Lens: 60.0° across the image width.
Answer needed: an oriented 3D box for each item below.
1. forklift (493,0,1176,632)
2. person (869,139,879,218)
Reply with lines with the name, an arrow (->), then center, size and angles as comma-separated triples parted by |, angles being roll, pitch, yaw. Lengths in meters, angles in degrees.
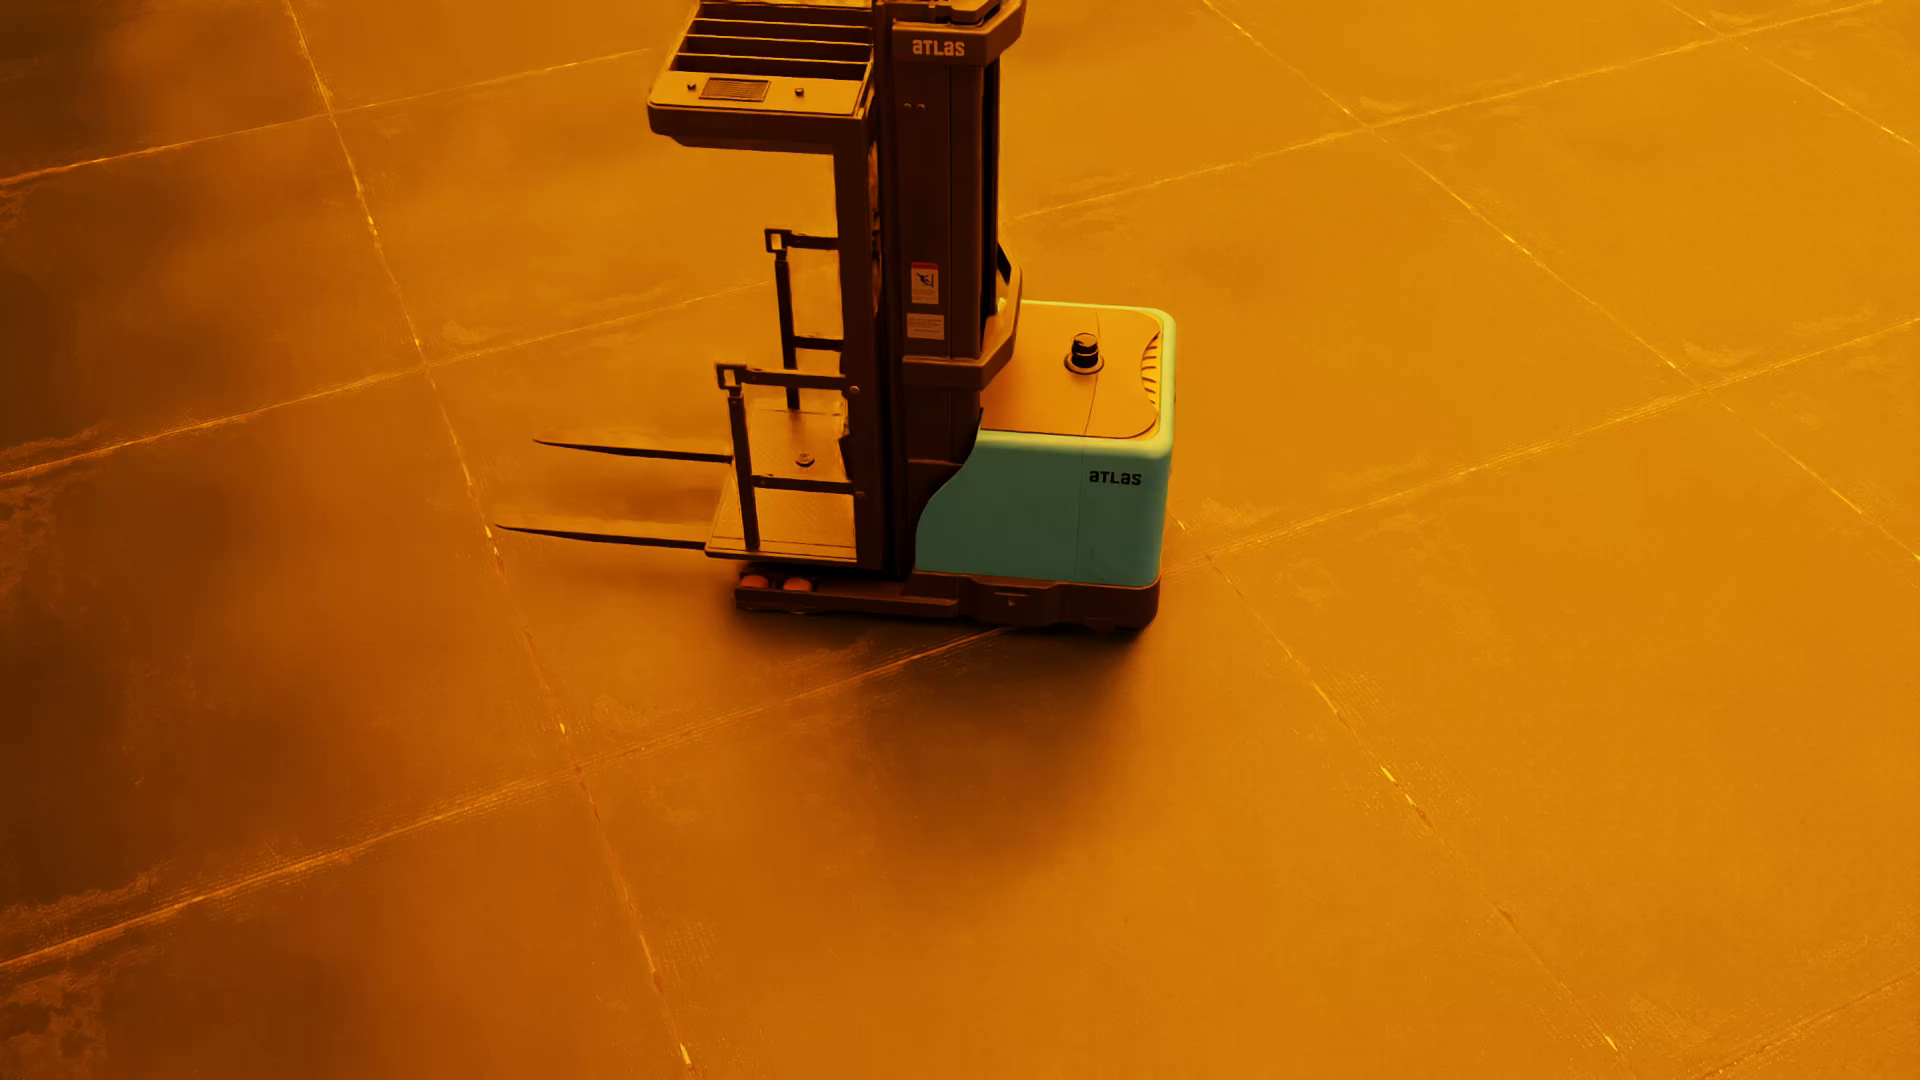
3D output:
forklift -> -0.588, -1.094, 6.852 | 3.031, 2.935, 1.130 | 4, 43, 5
person -> -0.358, -1.820, 8.730 | 0.639, 1.498, 0.885 | -11, 44, -12
